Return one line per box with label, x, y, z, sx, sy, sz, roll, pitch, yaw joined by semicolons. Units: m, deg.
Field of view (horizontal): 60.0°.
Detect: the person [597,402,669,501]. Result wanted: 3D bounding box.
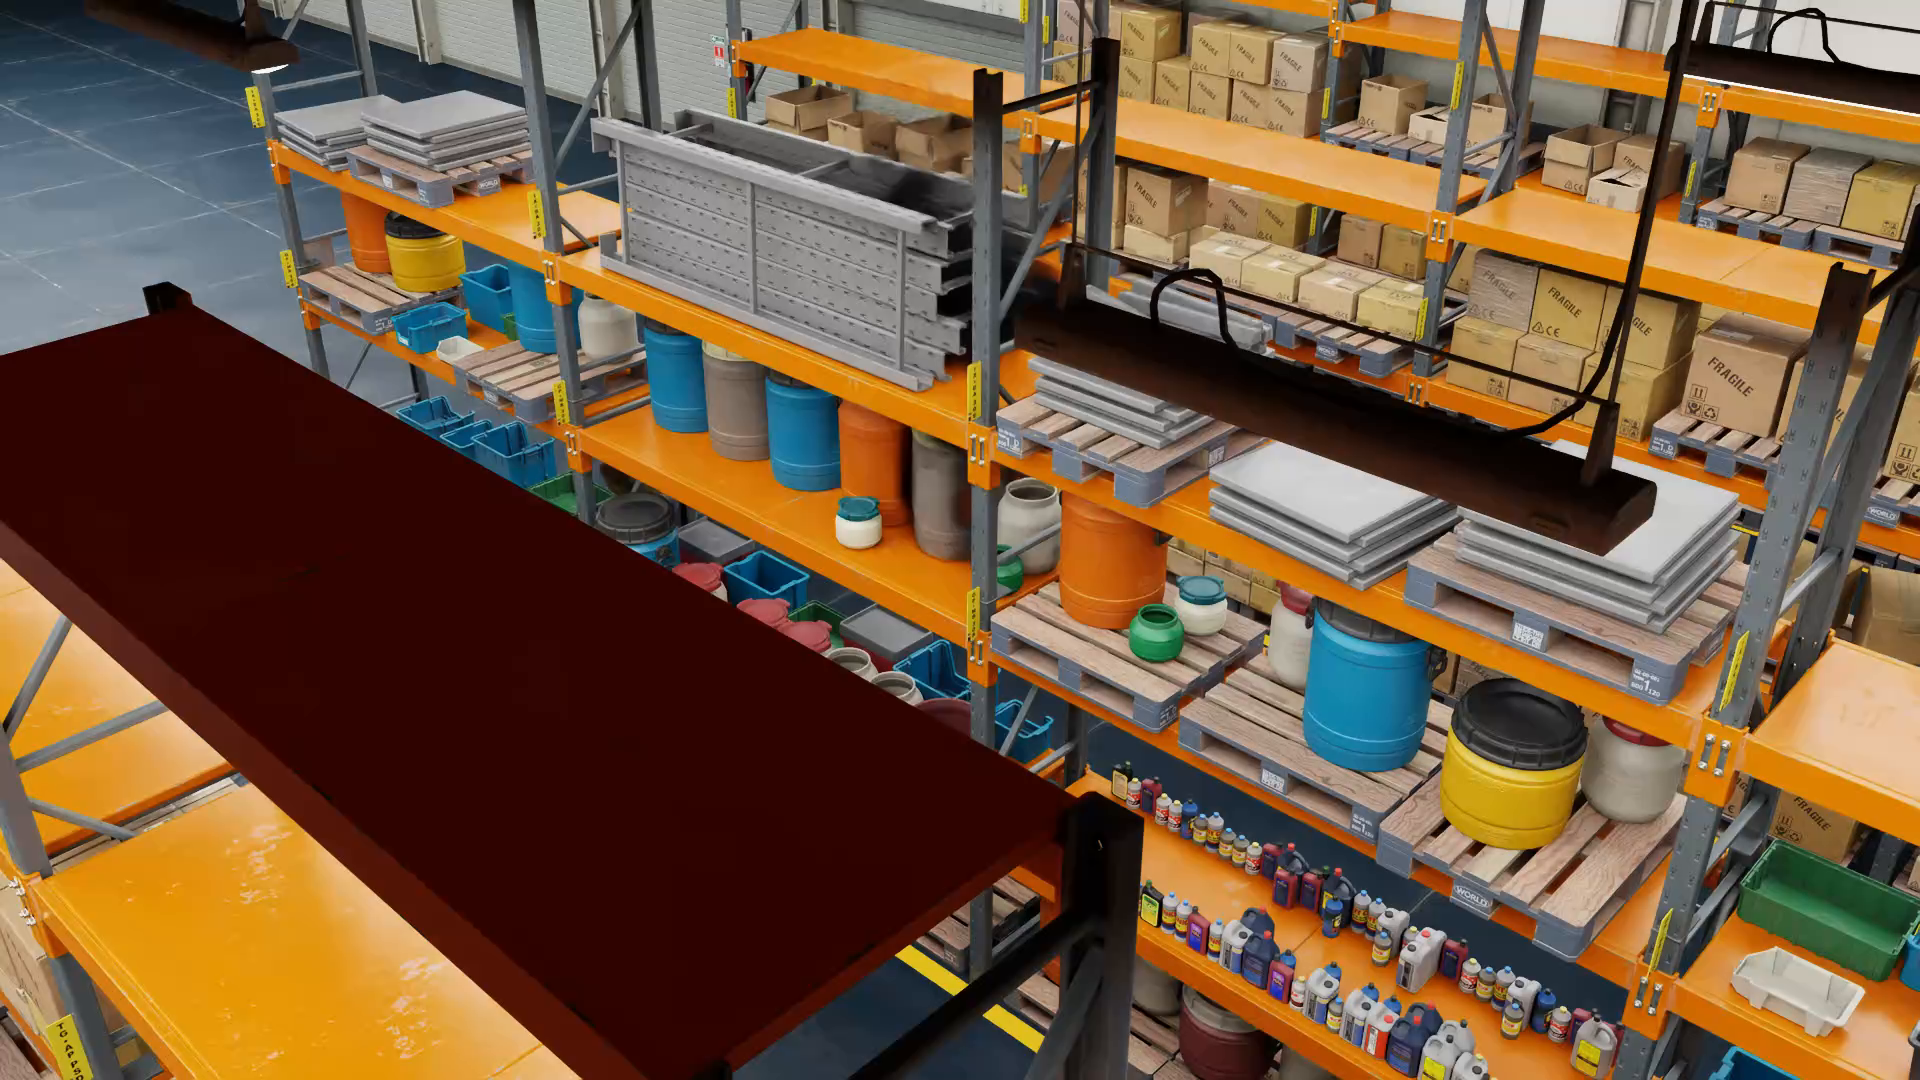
person;-3.228;-0.856;16.001;0.687;1.750;0.705;17;34;28
